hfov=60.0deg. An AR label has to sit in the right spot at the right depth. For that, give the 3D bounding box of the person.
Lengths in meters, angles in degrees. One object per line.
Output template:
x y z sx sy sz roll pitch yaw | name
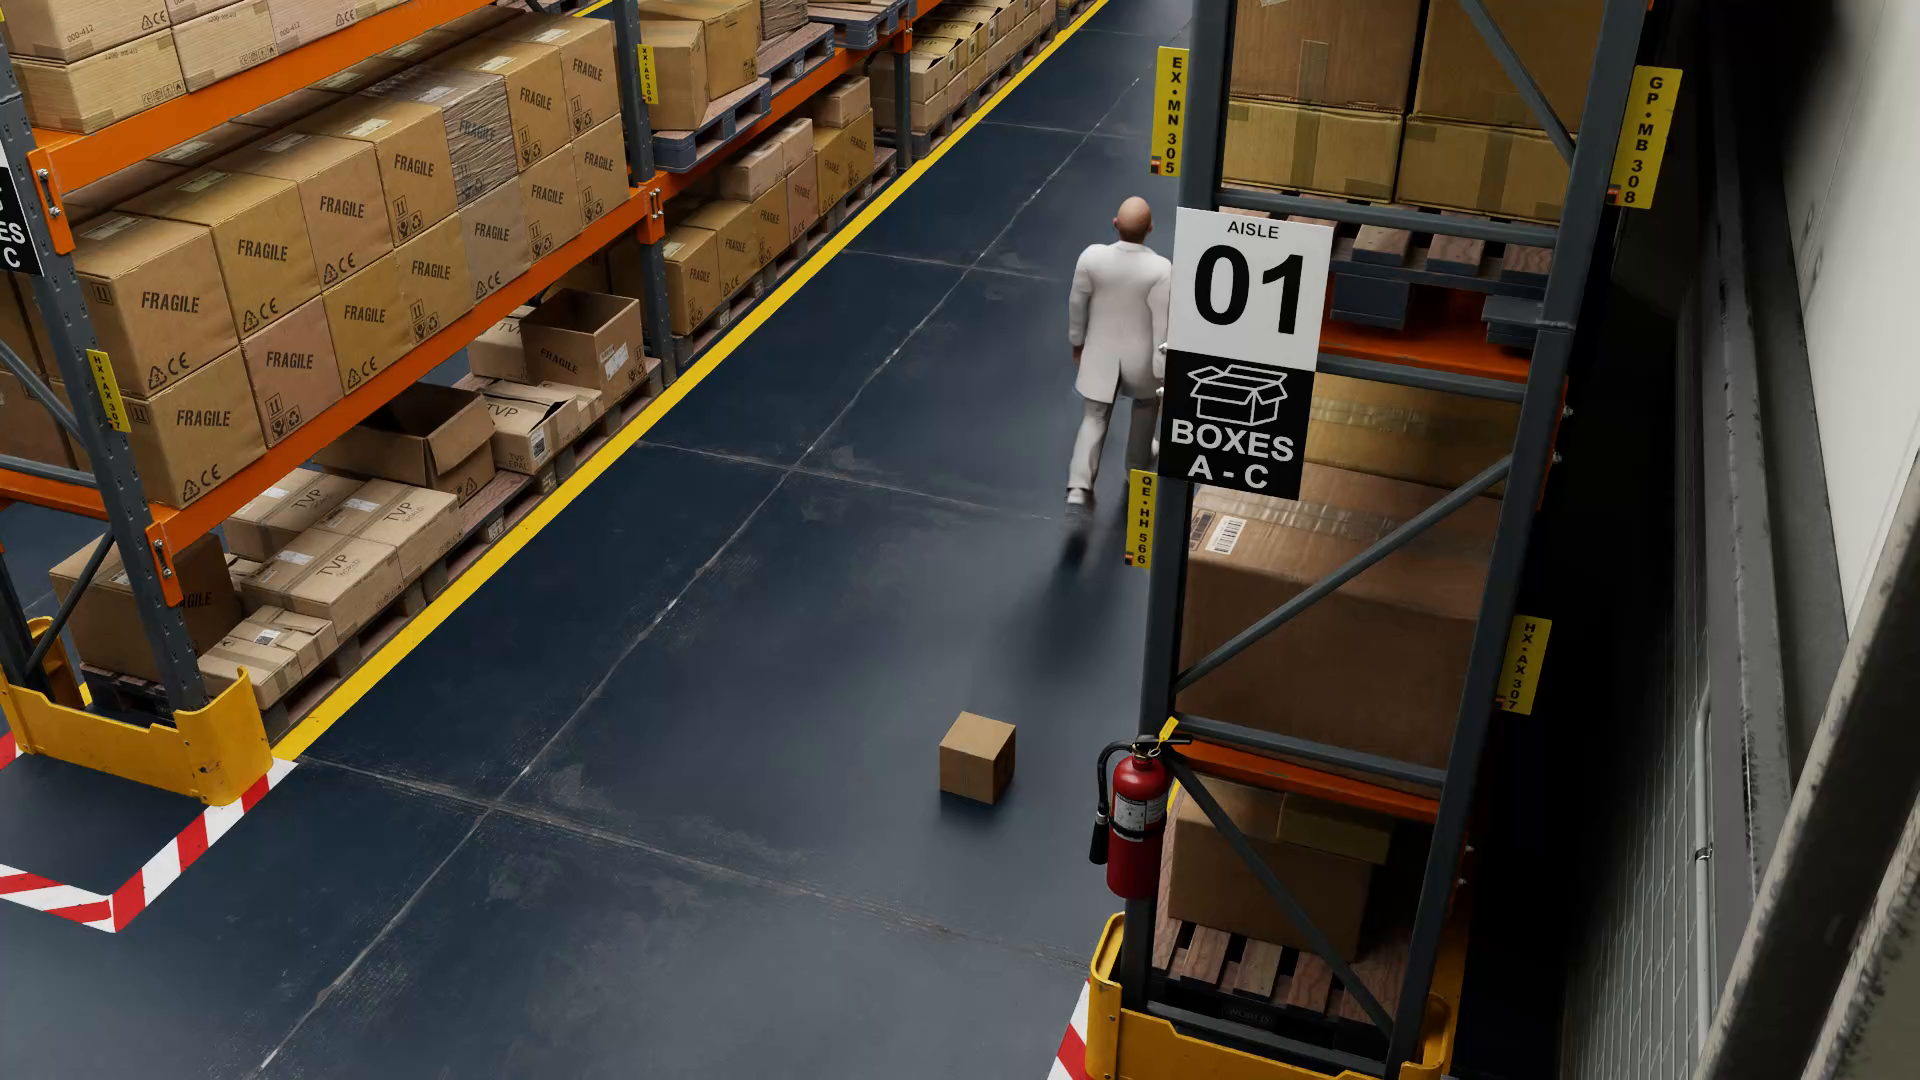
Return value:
0.840 -0.967 8.651 0.605 1.732 1.056 9 34 14 | person
